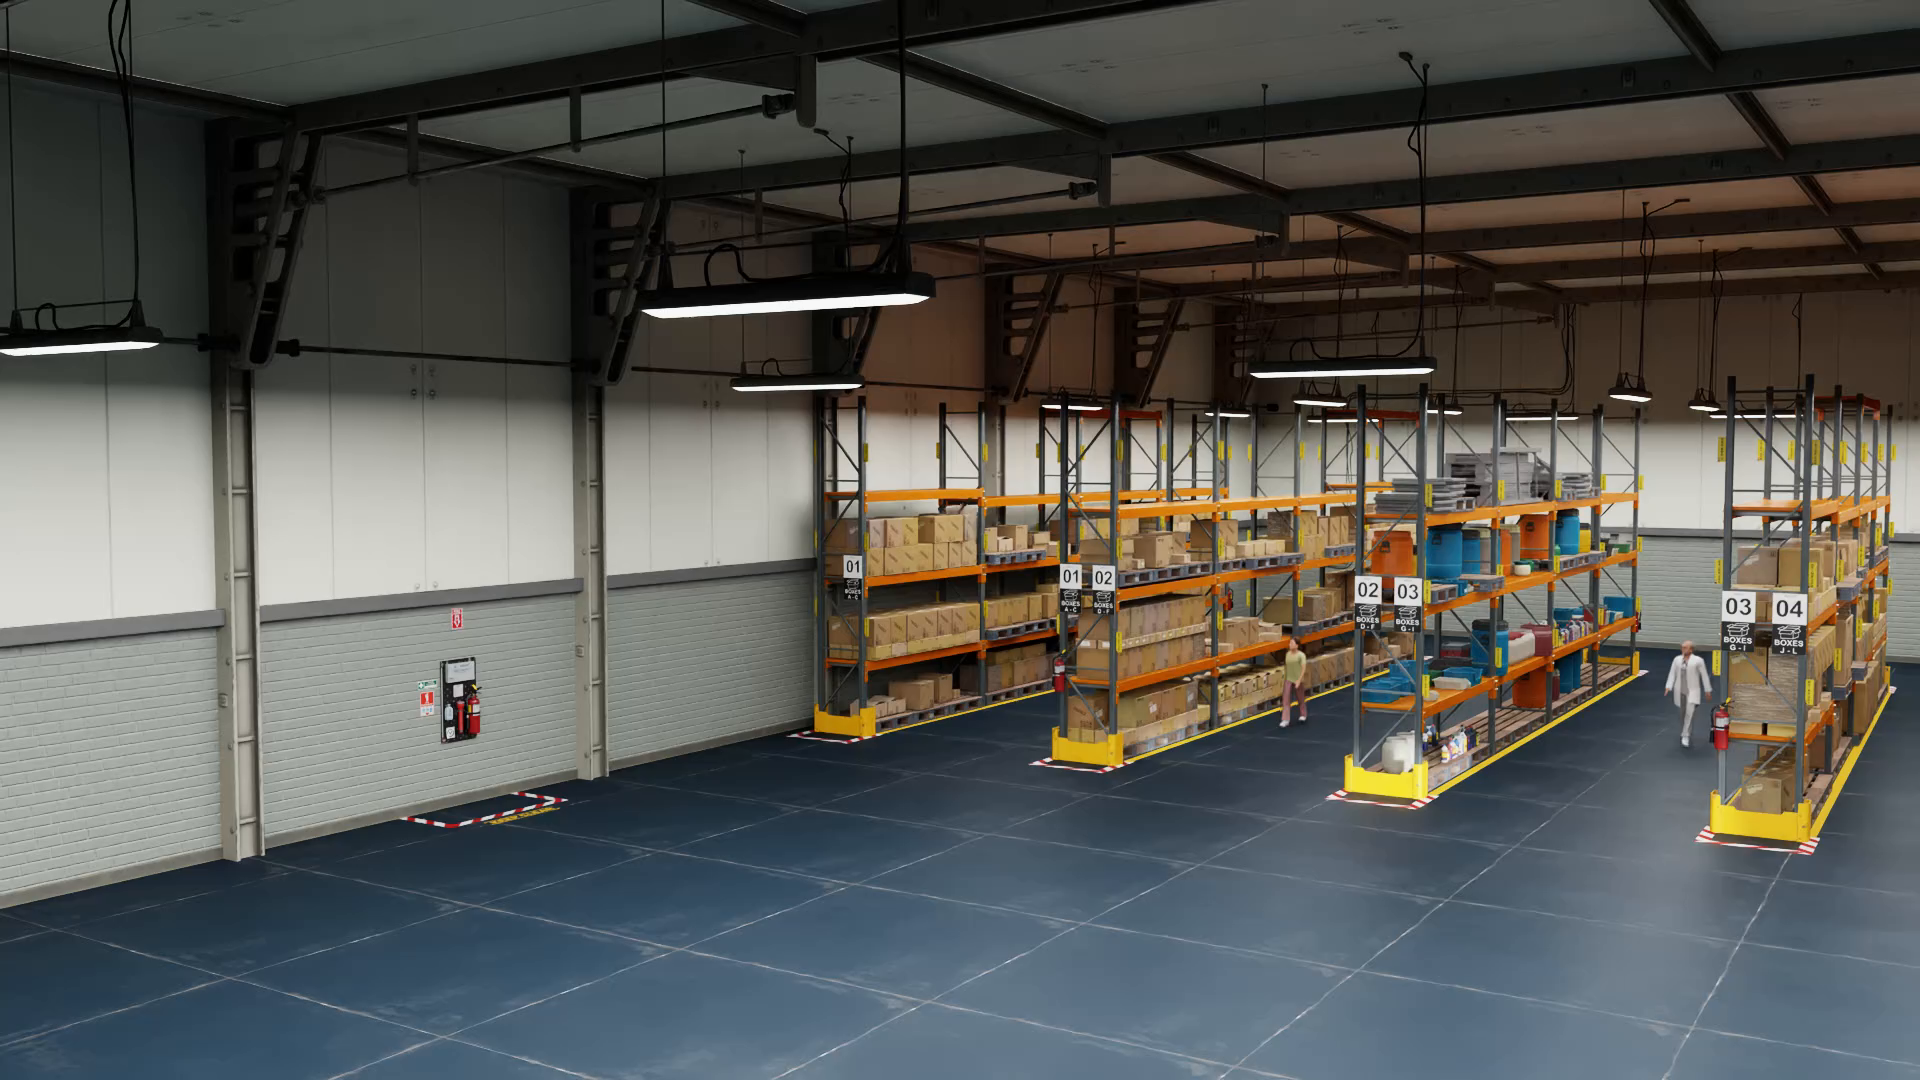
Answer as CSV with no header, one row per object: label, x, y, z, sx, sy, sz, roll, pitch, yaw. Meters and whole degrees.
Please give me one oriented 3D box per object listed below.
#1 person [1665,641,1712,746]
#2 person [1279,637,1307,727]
person,12.538,2.608,28.656,0.704,1.728,1.101,3,4,41
person,6.132,2.580,30.415,0.429,1.611,1.058,2,3,30
